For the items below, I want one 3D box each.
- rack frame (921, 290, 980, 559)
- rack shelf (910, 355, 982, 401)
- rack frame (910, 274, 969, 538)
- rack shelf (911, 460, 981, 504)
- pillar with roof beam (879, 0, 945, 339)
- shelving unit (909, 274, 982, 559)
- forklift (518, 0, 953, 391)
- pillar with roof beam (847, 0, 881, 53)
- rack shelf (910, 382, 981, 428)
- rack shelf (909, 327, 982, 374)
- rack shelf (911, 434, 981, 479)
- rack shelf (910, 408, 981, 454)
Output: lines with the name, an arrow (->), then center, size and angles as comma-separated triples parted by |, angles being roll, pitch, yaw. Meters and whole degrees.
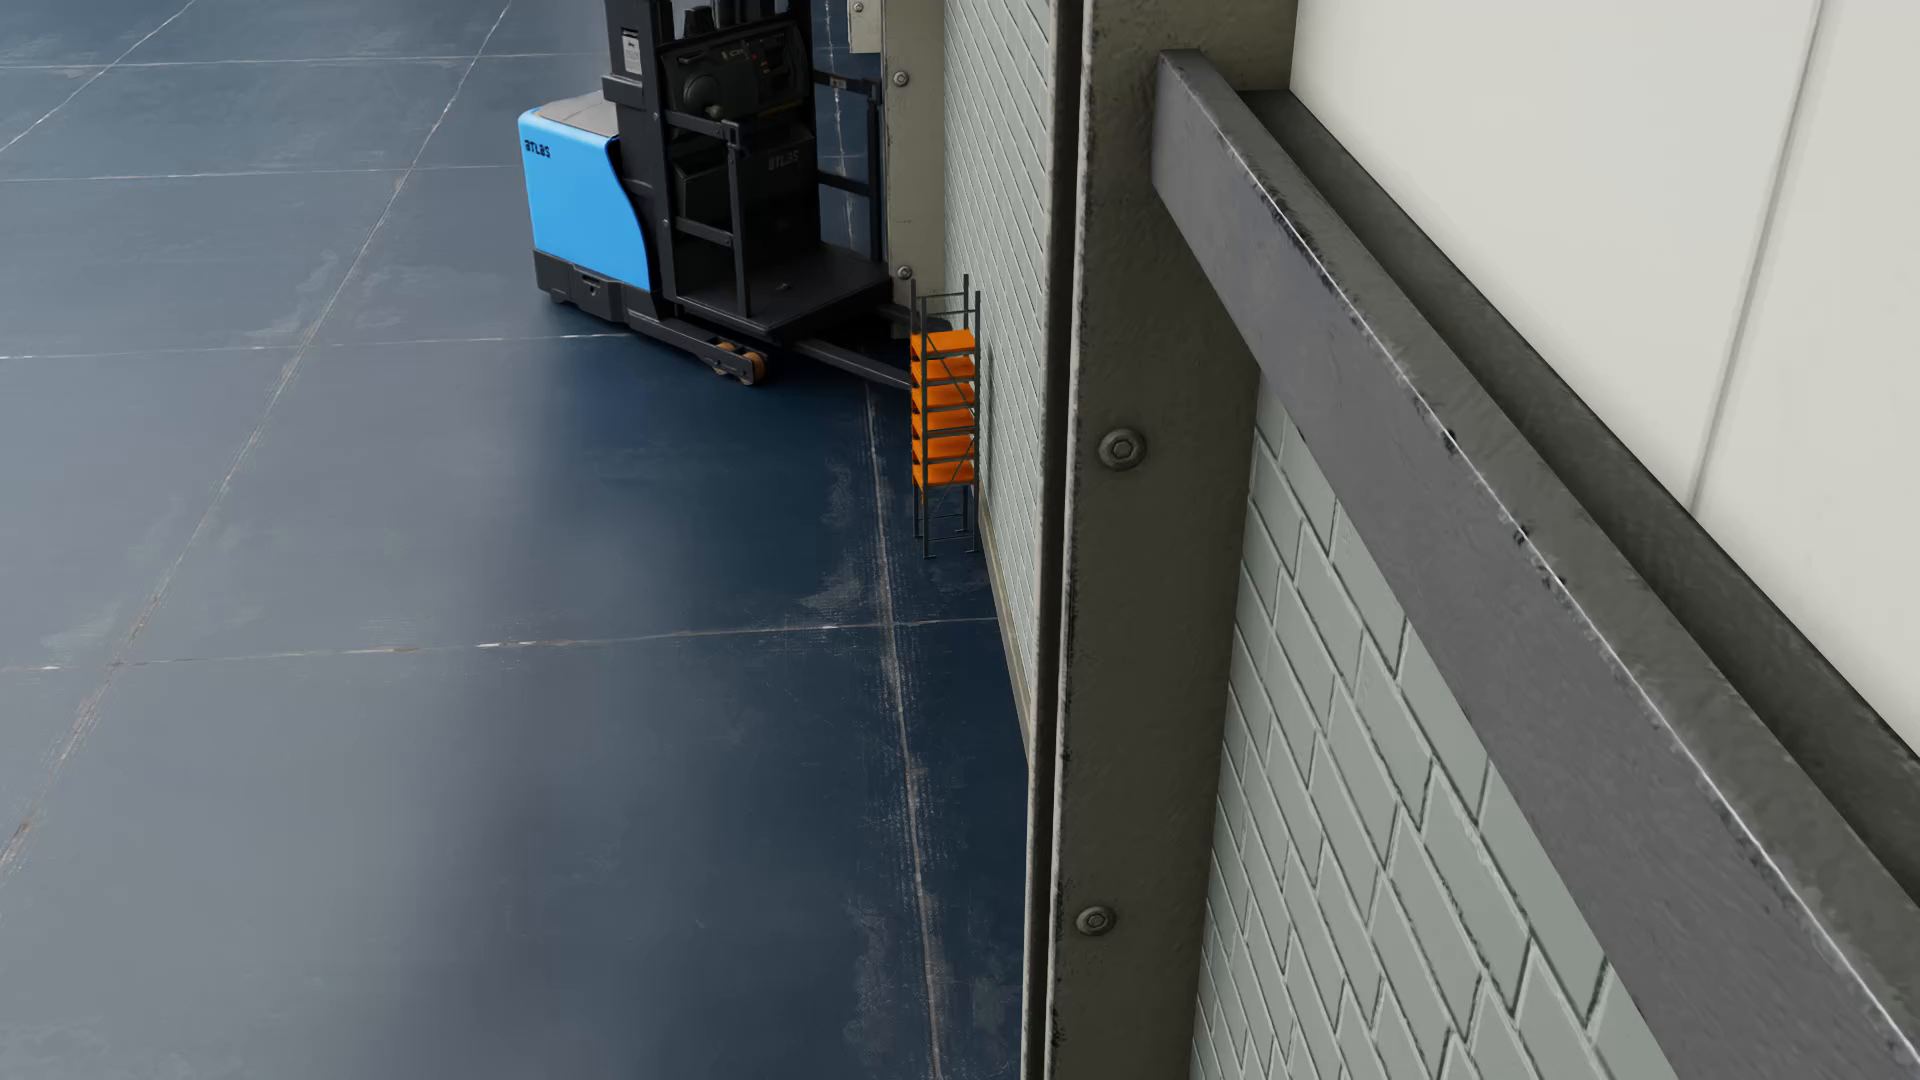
rack frame -> -0.037, -0.453, 6.836 | 0.240, 1.200, 0.006 | -7, 32, -12
rack shelf -> -0.060, -0.666, 6.812 | 0.258, 0.103, 0.180 | -7, 32, -12
rack frame -> -0.083, -0.543, 6.988 | 0.240, 1.200, 0.006 | -7, 32, -12
rack shelf -> -0.061, -0.253, 7.057 | 0.258, 0.103, 0.180 | -7, 32, -12
pillar with roof beam -> -4.529, -4.866, 6.622 | 9.100, 9.000, 0.400 | -3, 31, -5
shelving unit -> -0.060, -0.498, 6.912 | 0.258, 1.200, 0.189 | -7, 32, -12
forklift -> -0.976, -2.366, 8.352 | 3.031, 2.935, 1.130 | 23, 38, 34
pillar with roof beam -> -5.089, -7.930, 11.750 | 9.100, 9.000, 0.400 | -3, 31, -5
rack shelf -> -0.060, -0.563, 6.874 | 0.258, 0.103, 0.180 | -7, 32, -12
rack shelf -> -0.060, -0.769, 6.751 | 0.258, 0.103, 0.180 | -7, 32, -12
rack shelf -> -0.061, -0.356, 6.996 | 0.258, 0.103, 0.180 | -7, 32, -12
rack shelf -> -0.060, -0.460, 6.935 | 0.258, 0.103, 0.180 | -7, 32, -12
